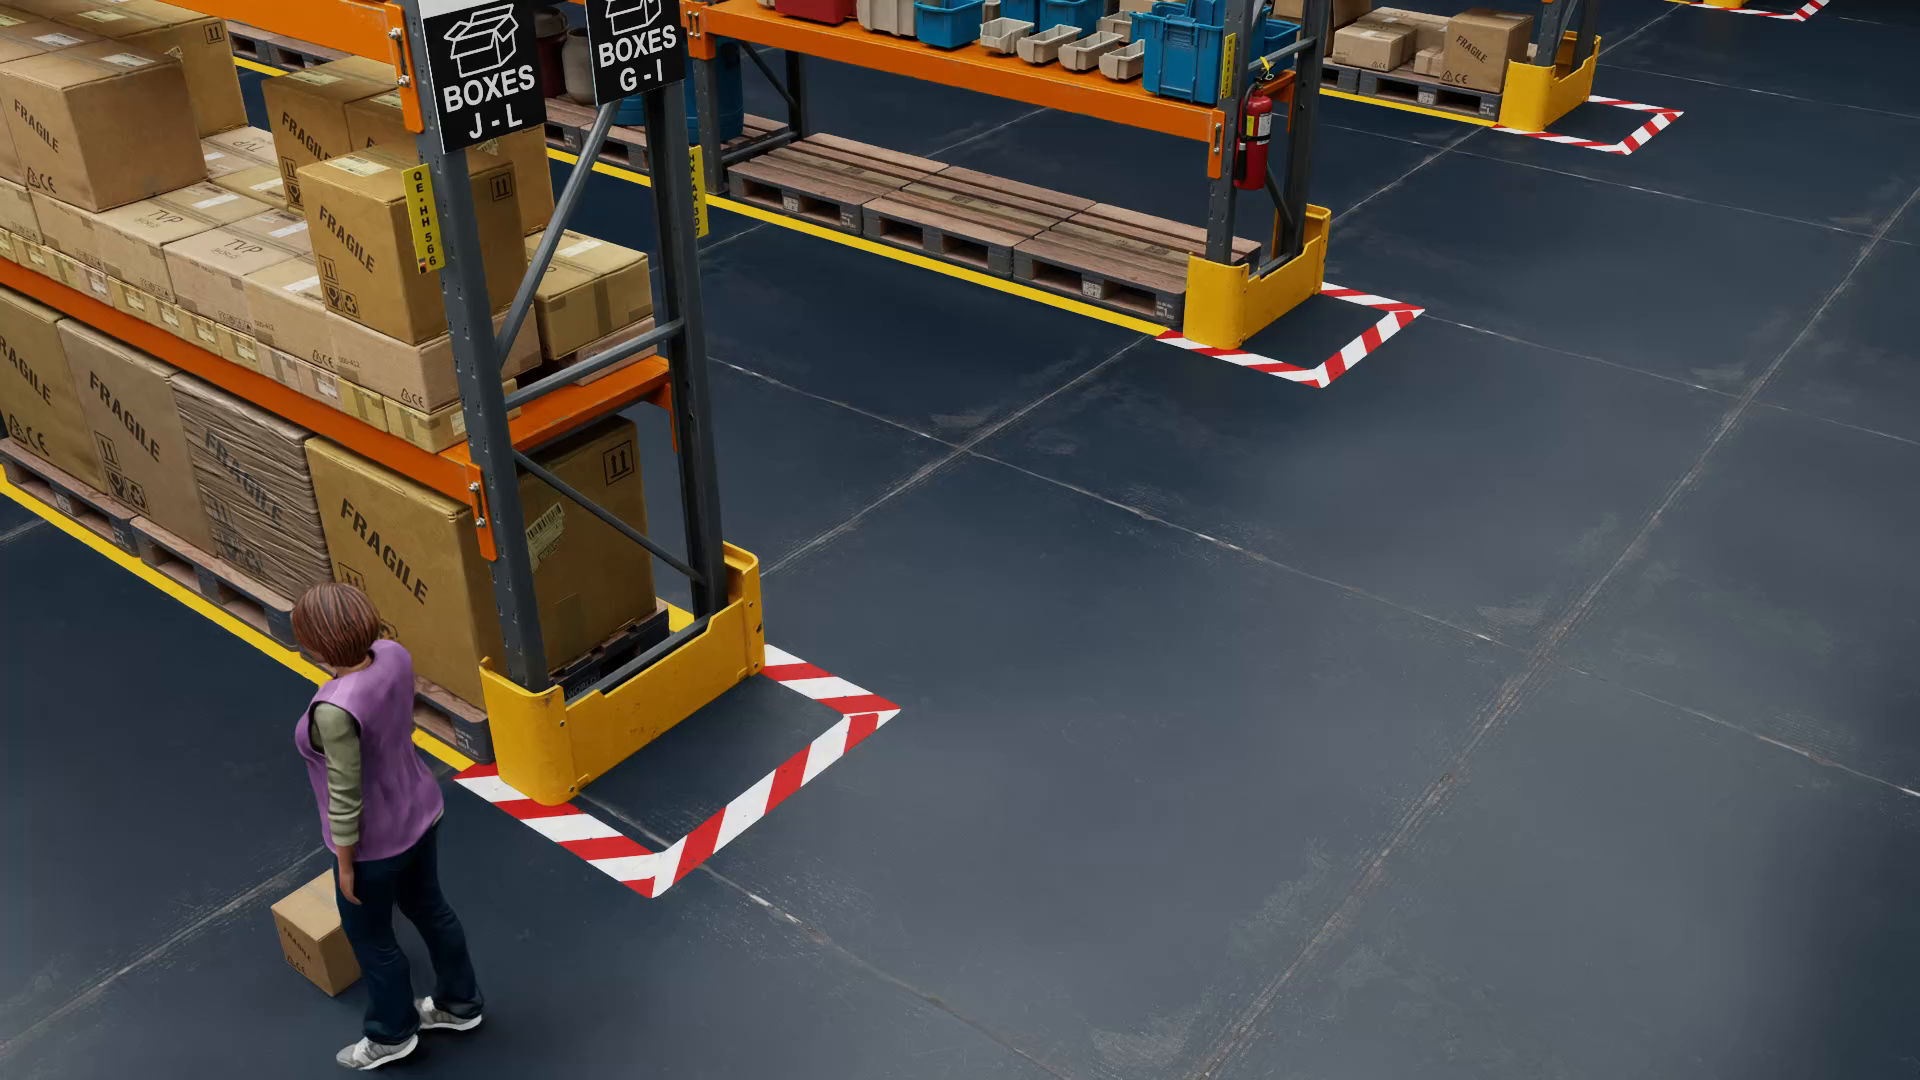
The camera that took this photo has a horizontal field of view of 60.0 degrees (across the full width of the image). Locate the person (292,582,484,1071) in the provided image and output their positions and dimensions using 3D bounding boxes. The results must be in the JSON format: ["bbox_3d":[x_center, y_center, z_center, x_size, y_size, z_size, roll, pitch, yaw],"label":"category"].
[{"bbox_3d":[-1.665,0.843,4.766,0.414,1.639,0.434,7,32,12],"label":"person"}]
